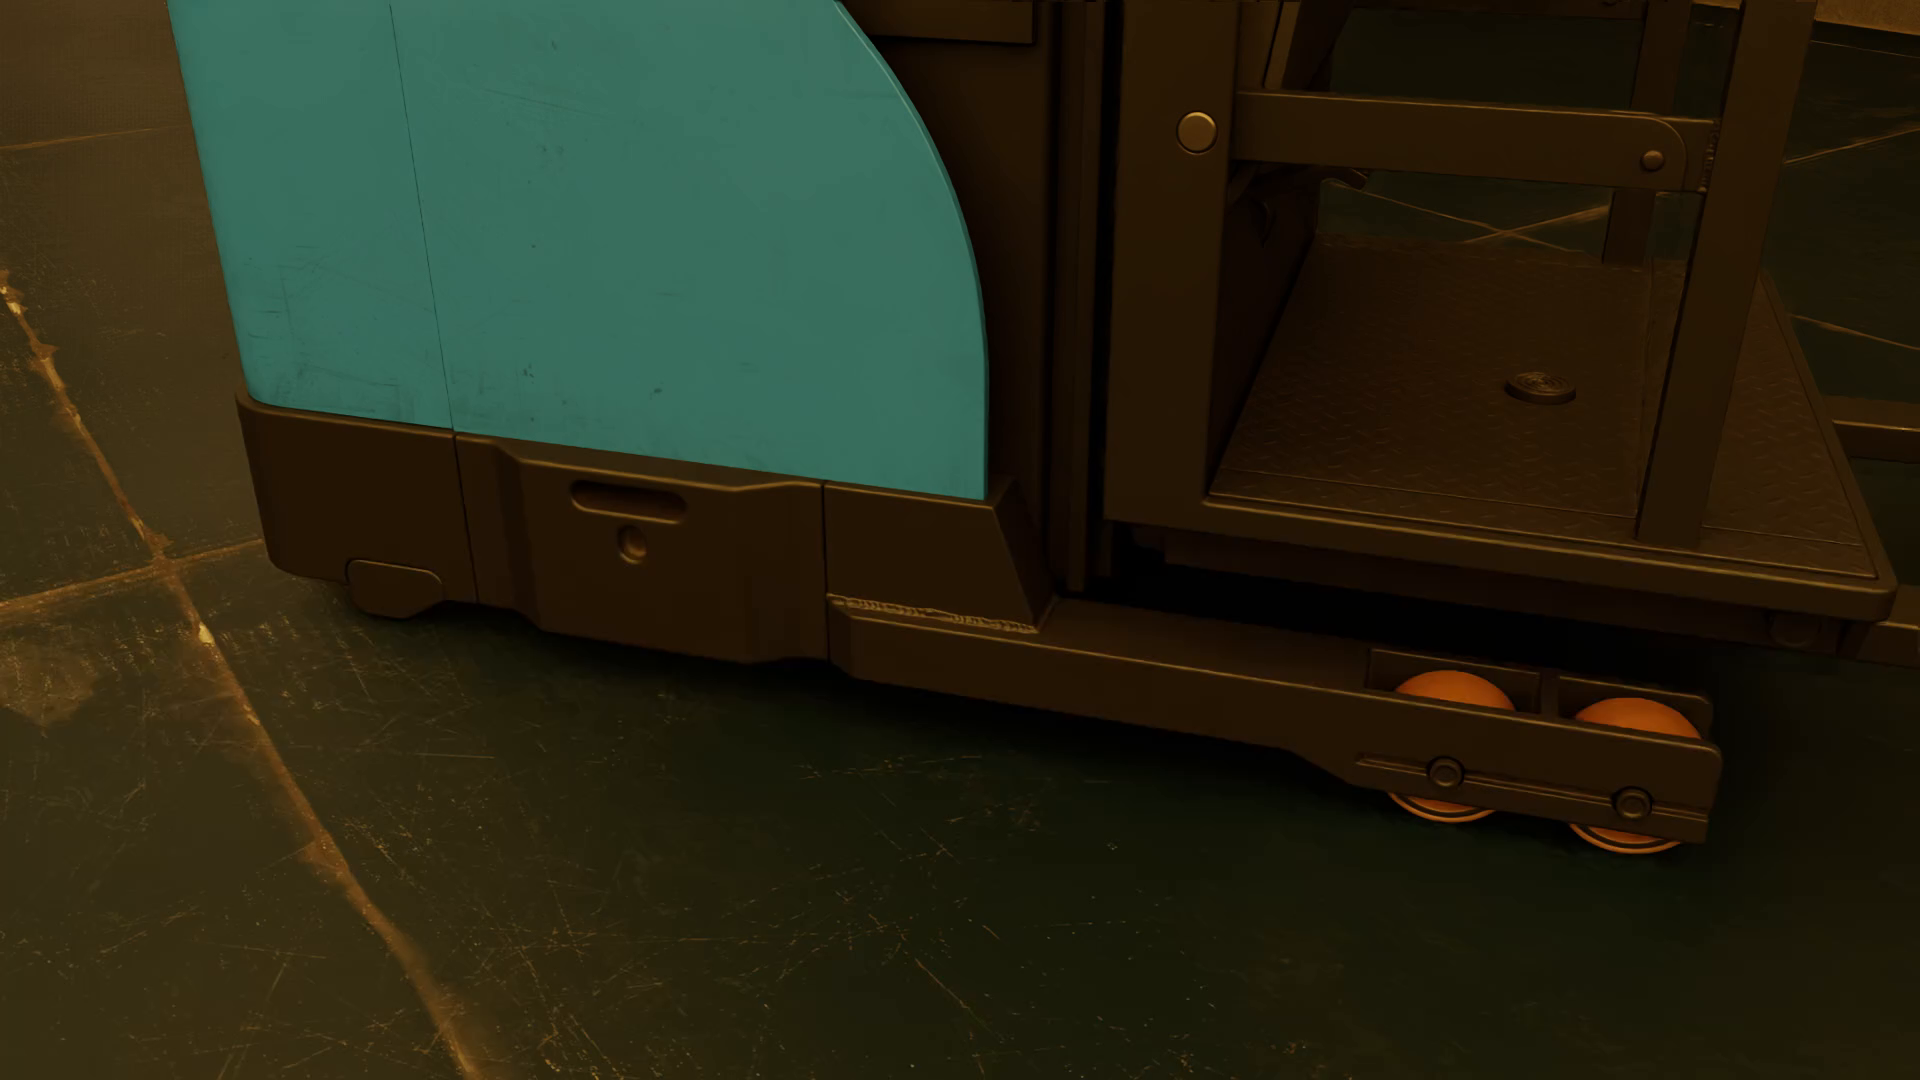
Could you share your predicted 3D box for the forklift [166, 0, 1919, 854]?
[{"bbox_3d":[0.611,-1.235,1.692,3.031,2.935,1.130,8,28,15],"label":"forklift"}]
